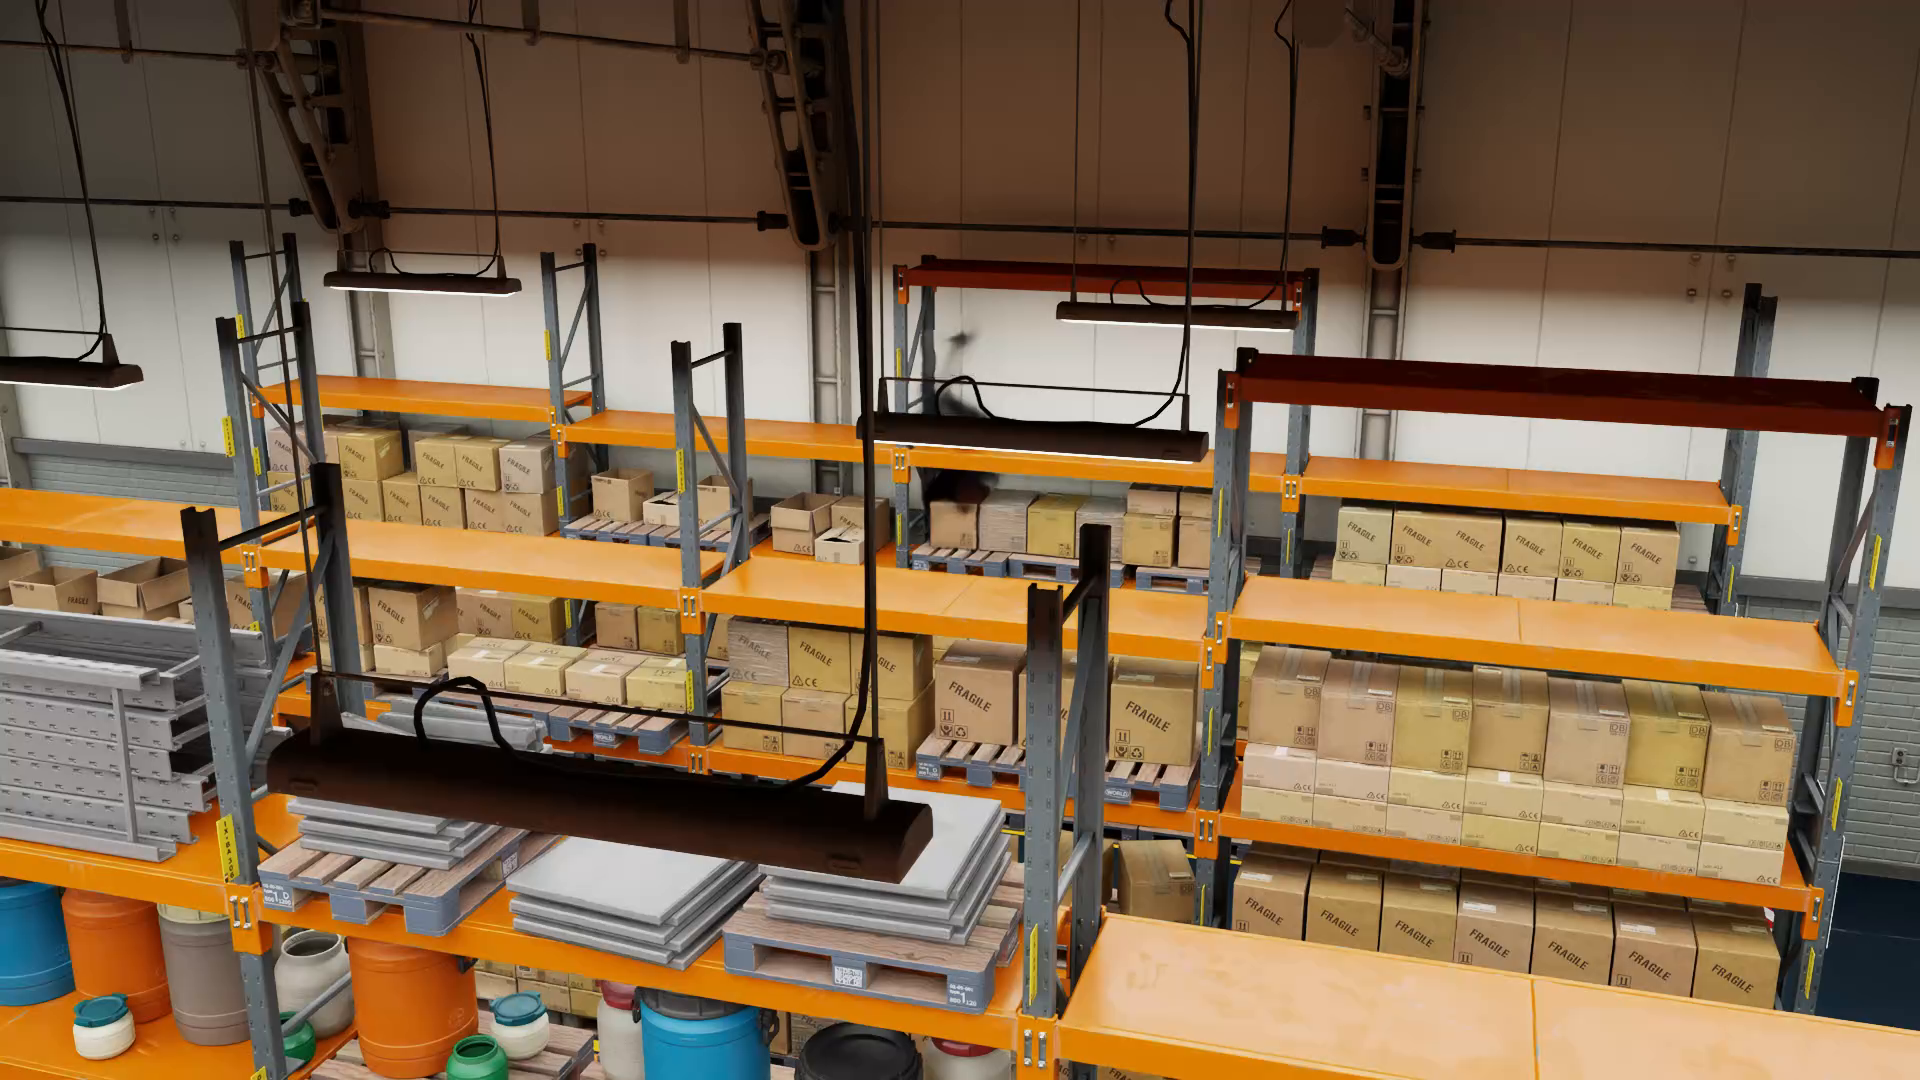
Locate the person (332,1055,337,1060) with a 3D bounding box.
[{"bbox_3d":[-4.120,4.144,11.223,0.961,1.698,0.662,5,17,15],"label":"person"}]
